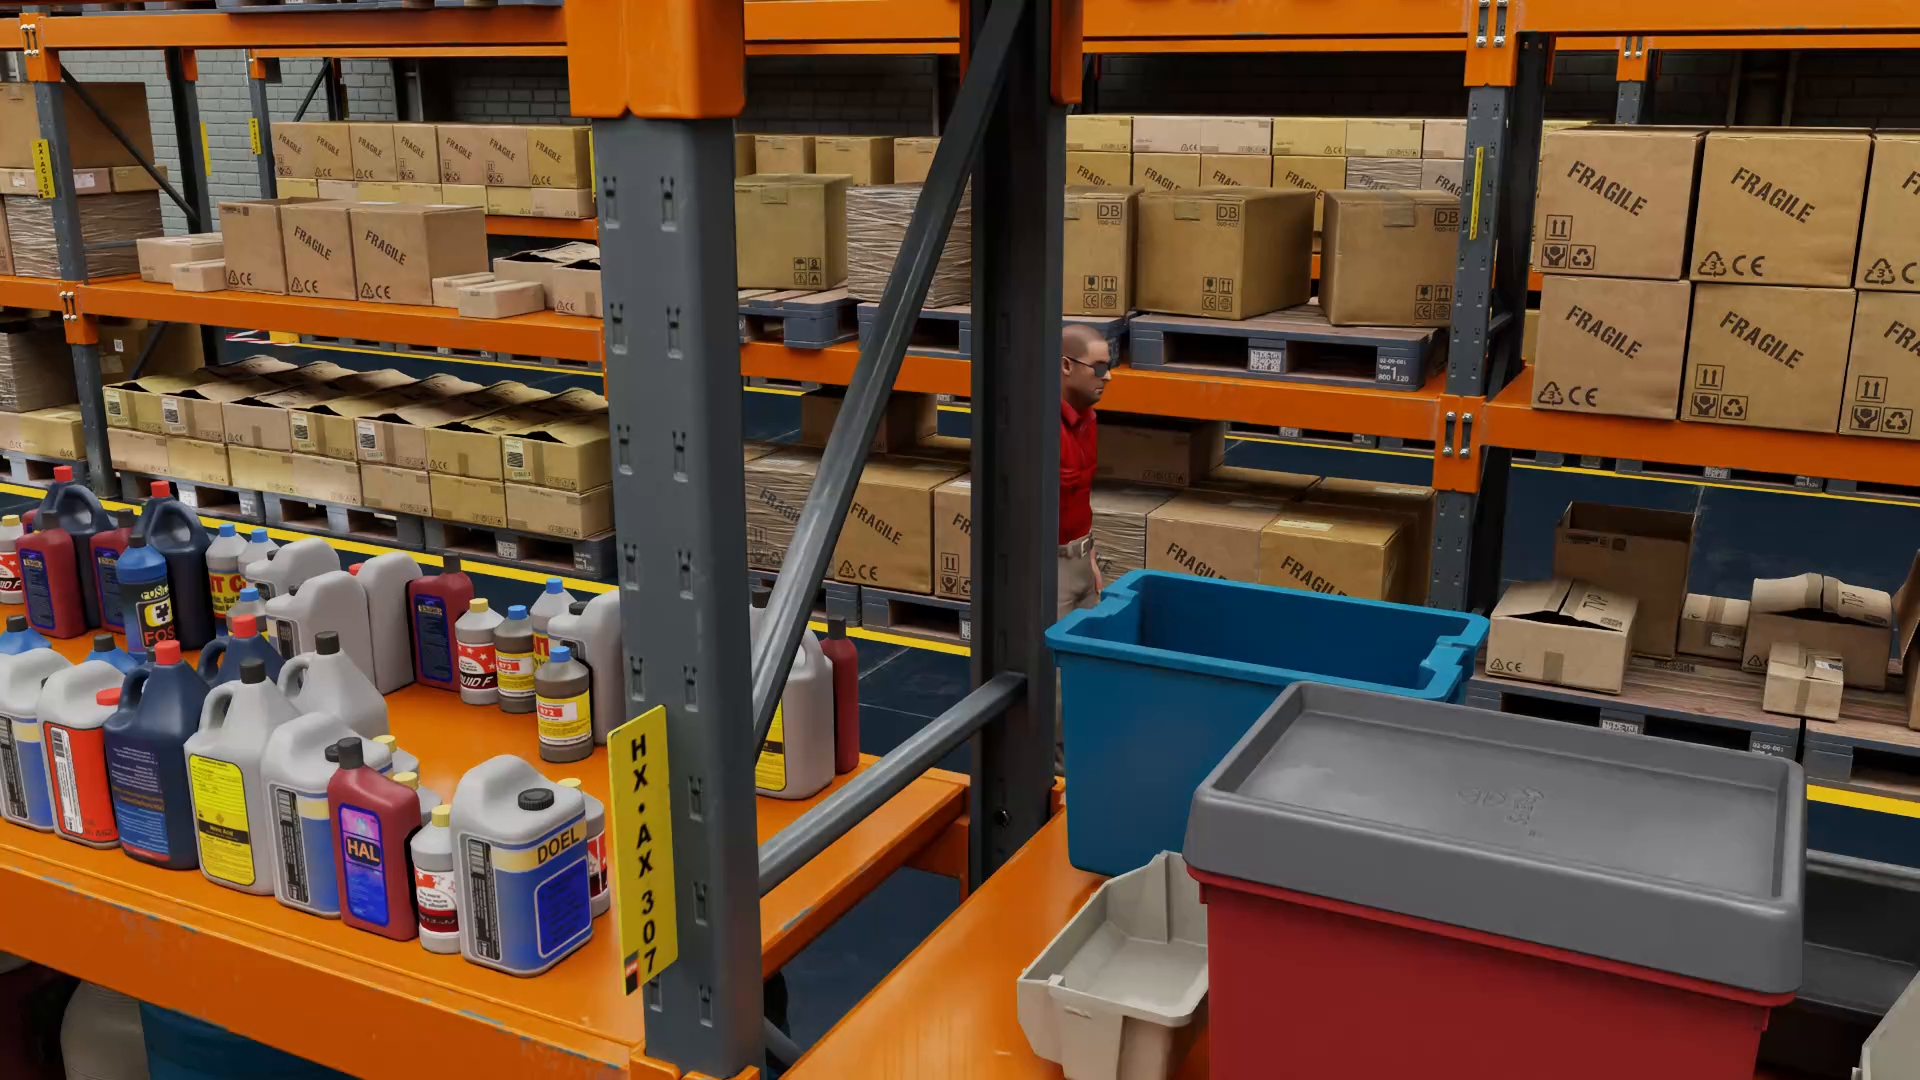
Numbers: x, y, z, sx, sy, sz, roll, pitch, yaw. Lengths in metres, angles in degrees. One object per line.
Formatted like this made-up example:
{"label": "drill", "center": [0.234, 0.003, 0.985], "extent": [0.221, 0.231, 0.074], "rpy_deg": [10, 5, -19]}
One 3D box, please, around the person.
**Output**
{"label": "person", "center": [0.314, 0.138, 5.559], "extent": [0.389, 1.726, 0.588], "rpy_deg": [8, 17, 25]}
